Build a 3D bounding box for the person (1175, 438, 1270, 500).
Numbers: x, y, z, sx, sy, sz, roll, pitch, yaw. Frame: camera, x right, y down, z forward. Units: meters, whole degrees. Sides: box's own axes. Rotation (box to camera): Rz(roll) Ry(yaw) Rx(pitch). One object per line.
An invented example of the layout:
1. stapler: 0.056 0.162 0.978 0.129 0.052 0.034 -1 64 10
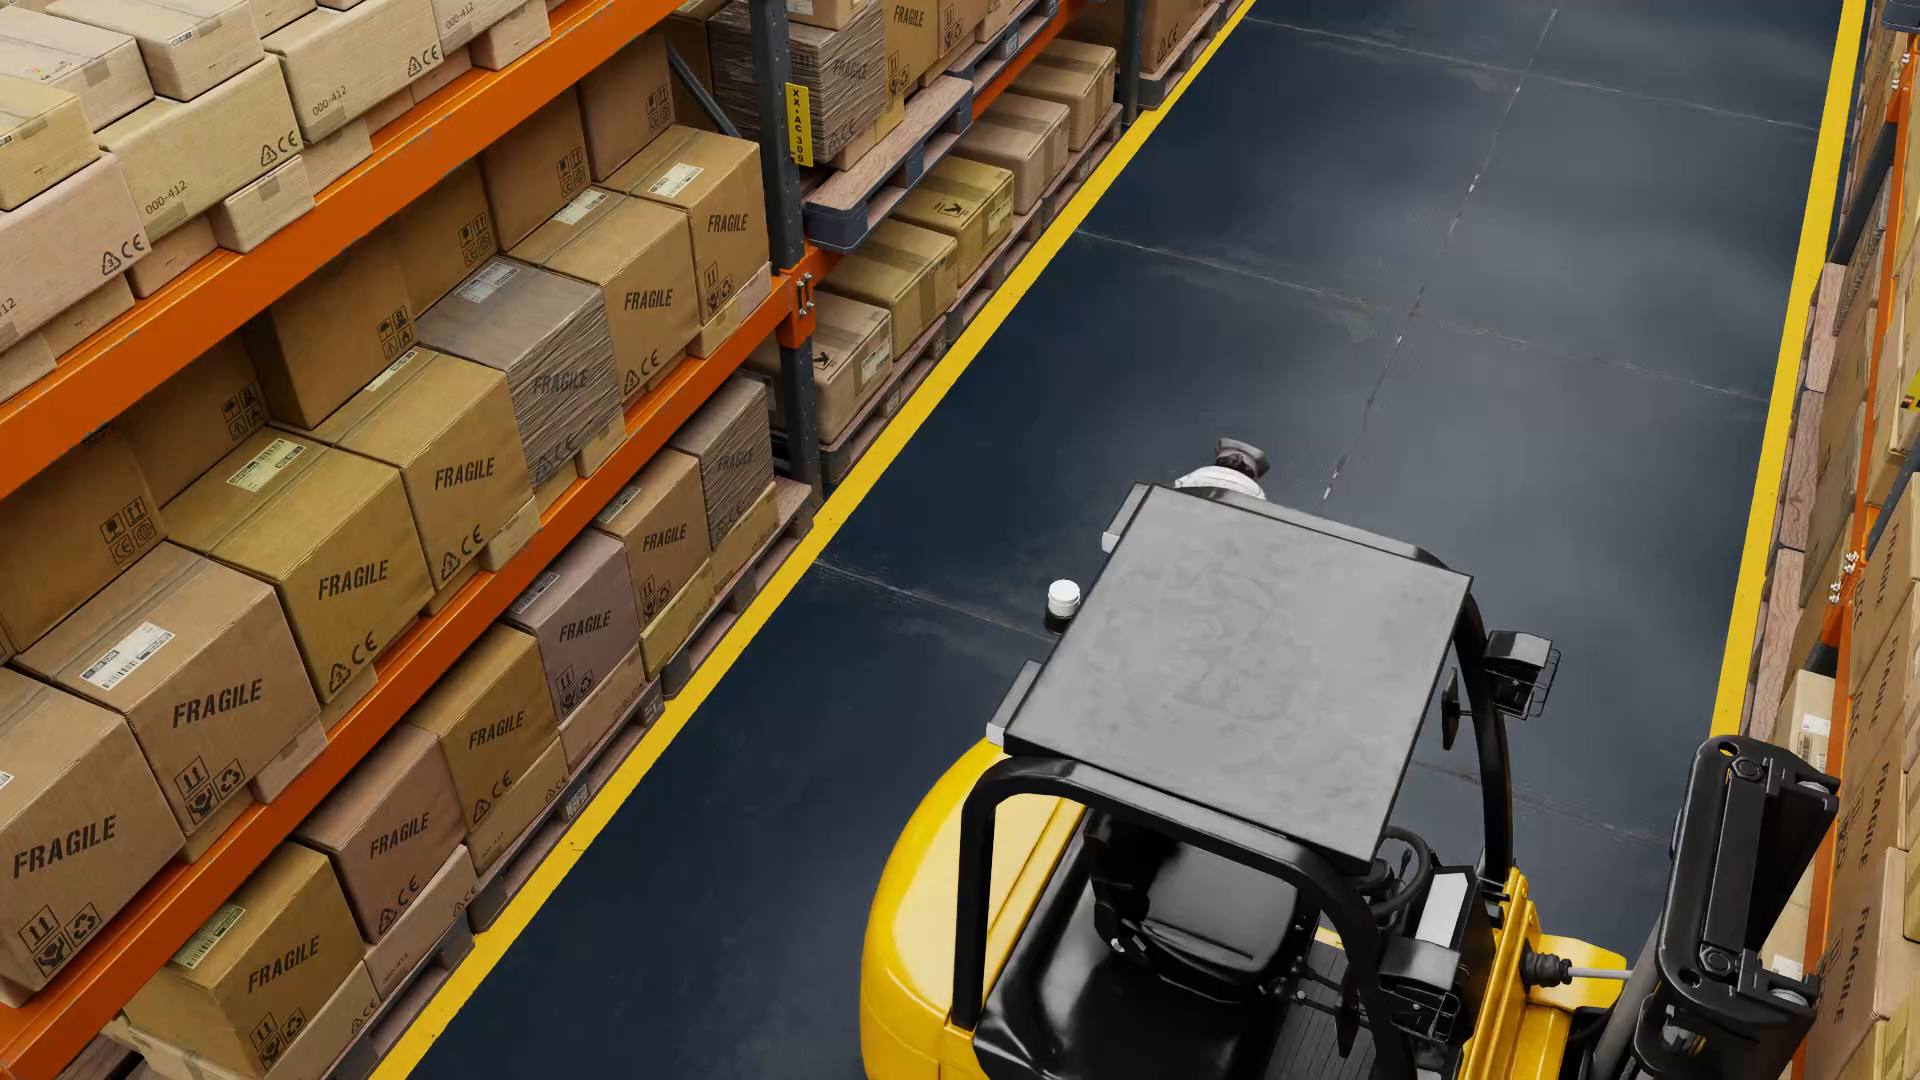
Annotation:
1. person: 1.016 0.071 6.738 0.456 0.822 0.919 16 45 17
